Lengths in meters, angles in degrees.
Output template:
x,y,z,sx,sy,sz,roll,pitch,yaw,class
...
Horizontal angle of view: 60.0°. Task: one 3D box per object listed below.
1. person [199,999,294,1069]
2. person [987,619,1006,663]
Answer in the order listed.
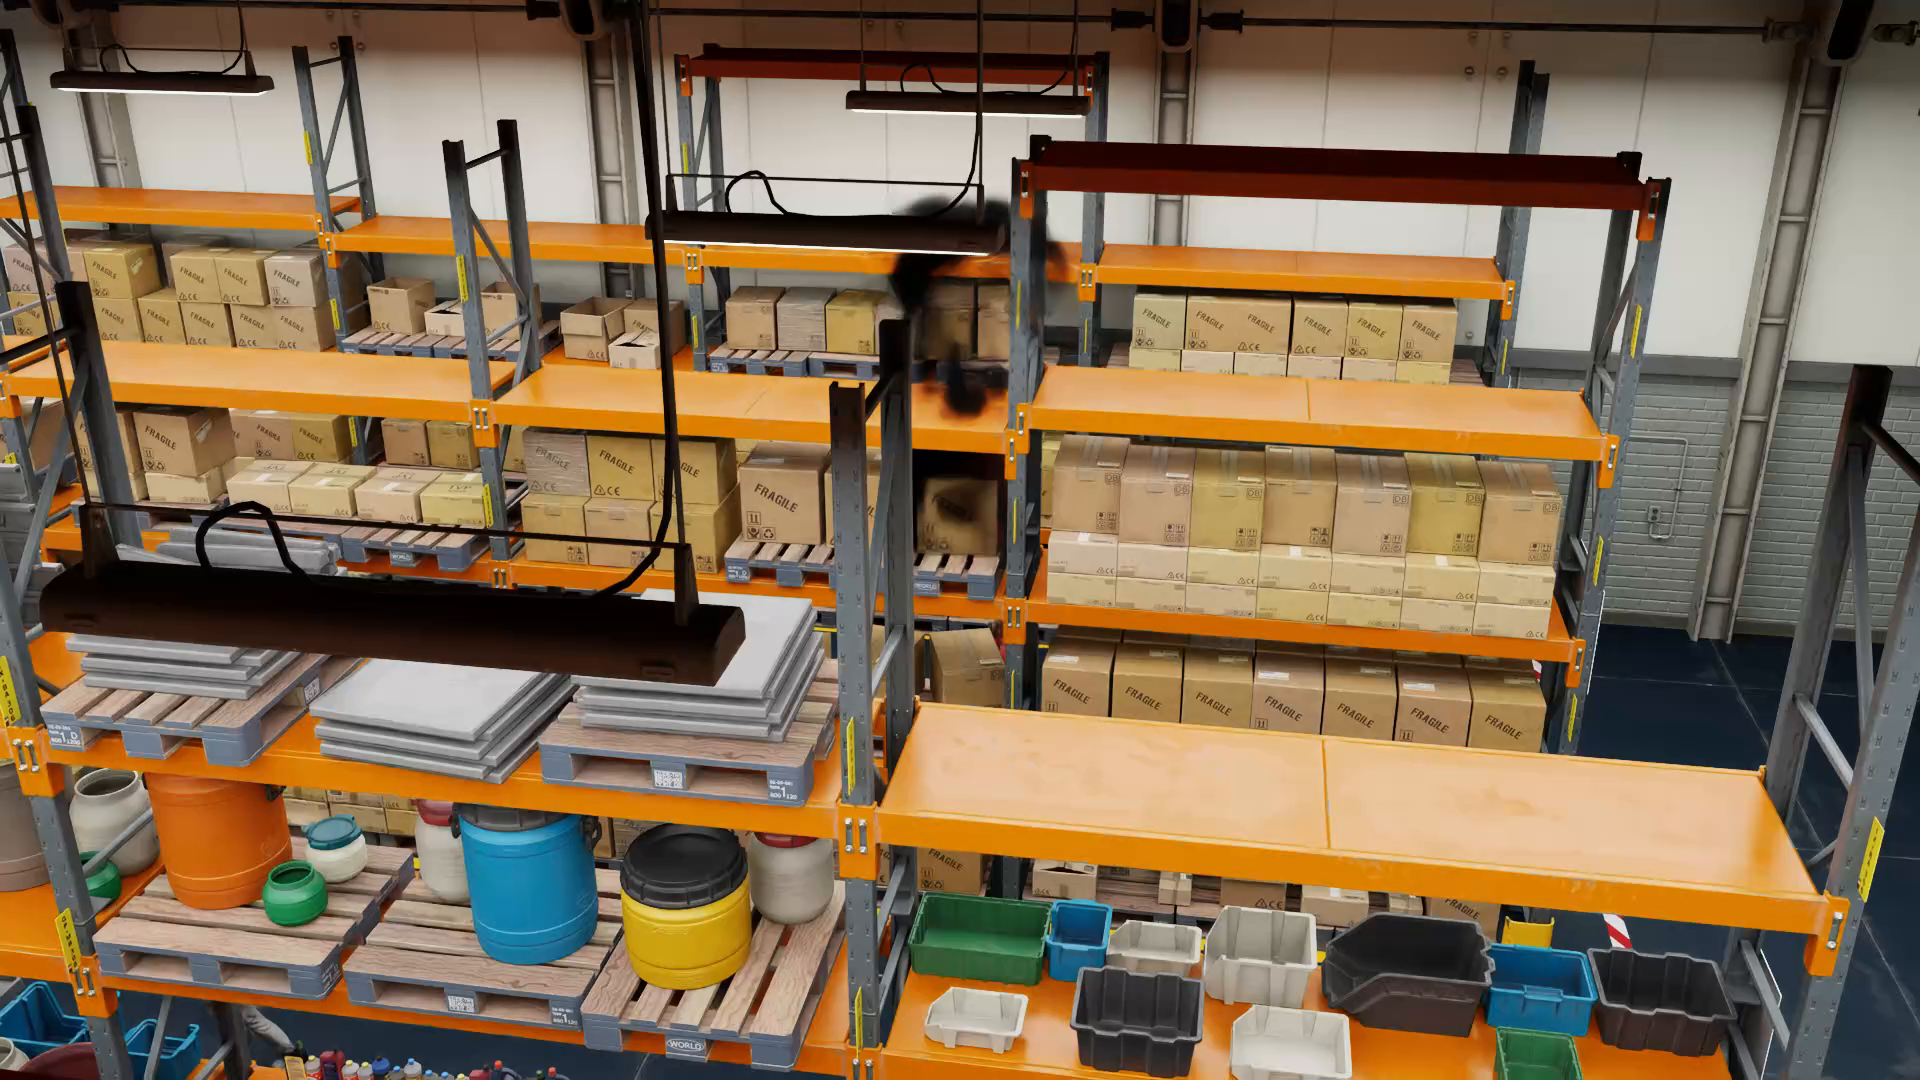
x,y,z,sx,sy,sz,roll,pitch,yaw,class
-4.944,2.954,11.299,0.891,1.659,0.603,4,23,8,person
0.499,1.459,14.771,0.786,1.744,0.658,4,23,10,person
